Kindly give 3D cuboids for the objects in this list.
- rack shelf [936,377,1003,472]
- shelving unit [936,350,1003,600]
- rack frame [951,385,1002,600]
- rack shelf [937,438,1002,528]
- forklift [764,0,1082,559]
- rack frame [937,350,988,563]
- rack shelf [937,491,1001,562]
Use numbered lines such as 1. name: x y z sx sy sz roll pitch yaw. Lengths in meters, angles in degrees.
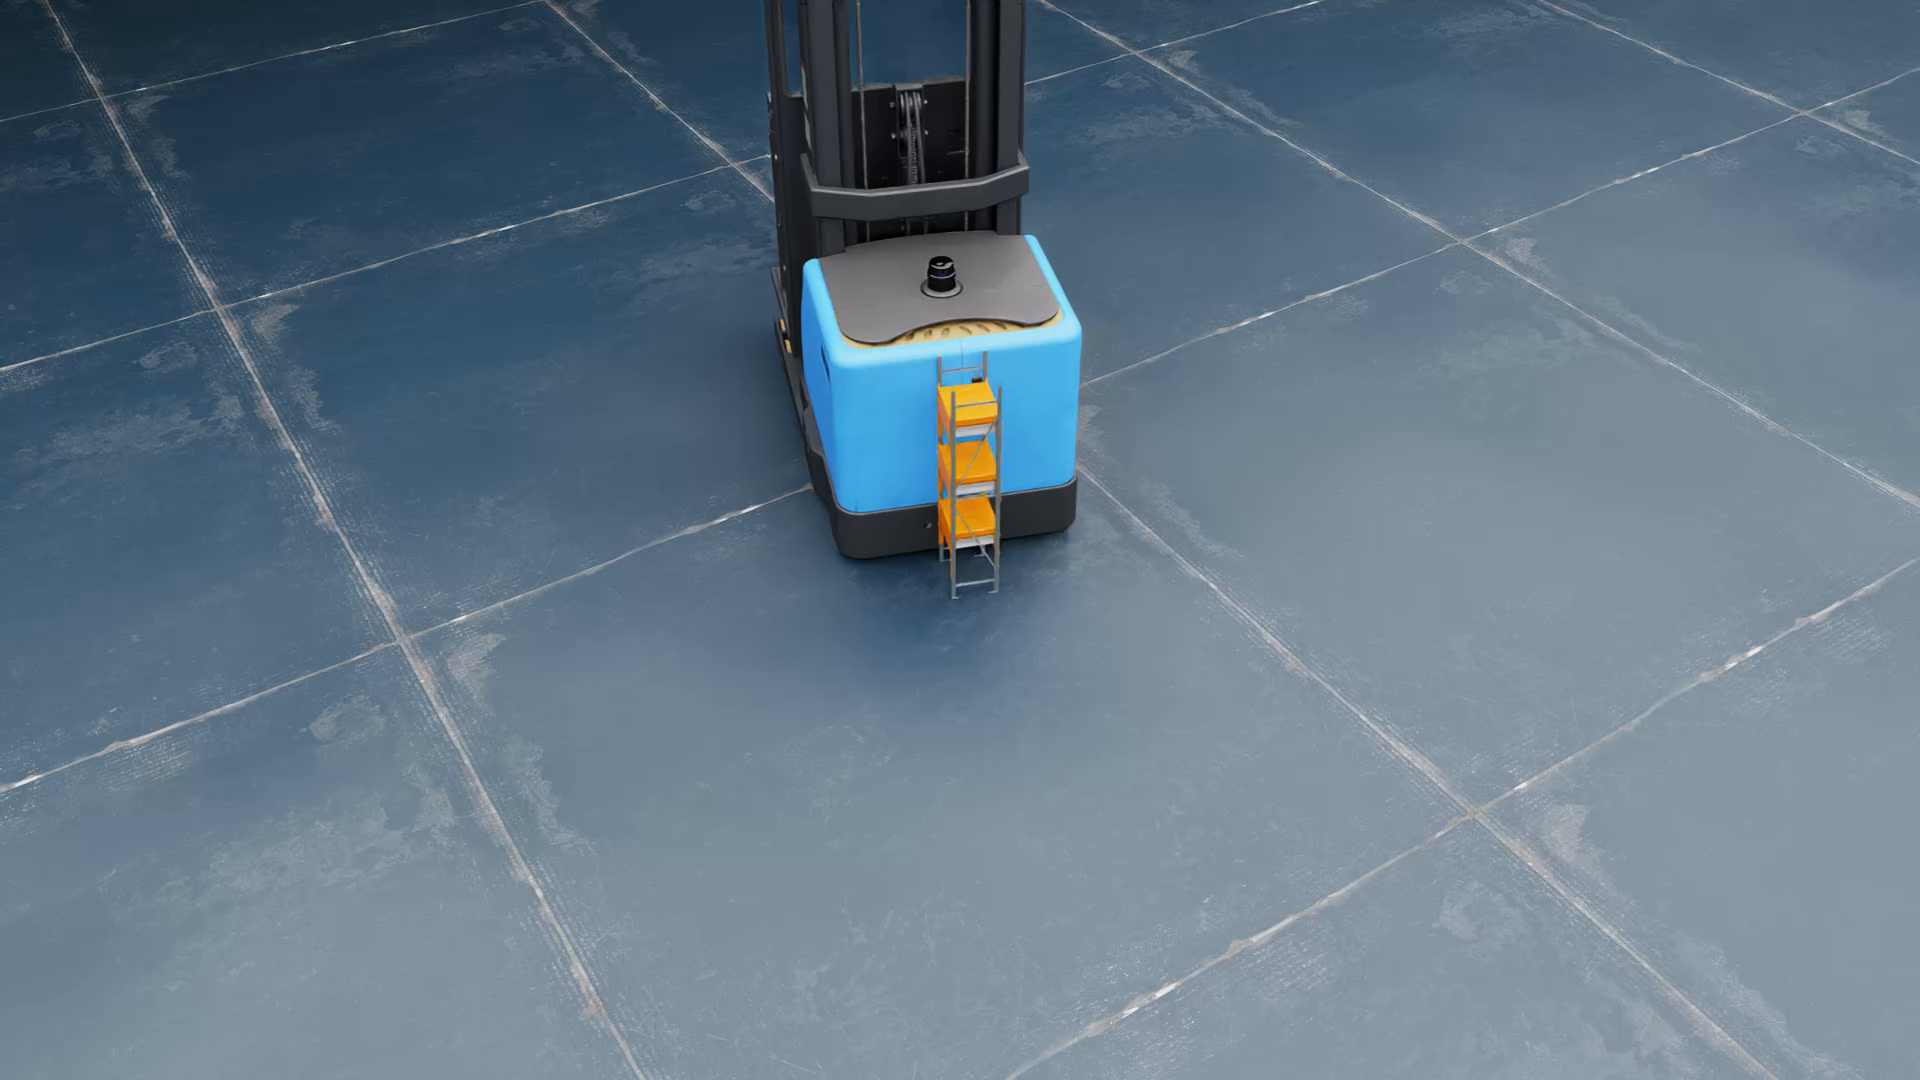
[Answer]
1. rack shelf: 0.036 -0.456 6.550 0.215 0.259 0.240 -8 40 -10
2. shelving unit: 0.036 -0.246 6.725 0.215 1.050 0.252 -8 40 -10
3. rack frame: 0.063 -0.170 6.634 0.200 1.050 0.008 -8 40 -10
4. rack shelf: 0.036 -0.238 6.732 0.215 0.259 0.240 -8 40 -10
5. forklift: -0.317 -1.997 7.357 1.130 2.935 3.031 -8 40 -10
6. rack frame: 0.009 -0.322 6.817 0.200 1.050 0.008 -8 40 -10
7. rack shelf: 0.036 -0.024 6.910 0.215 0.259 0.240 -8 40 -10
